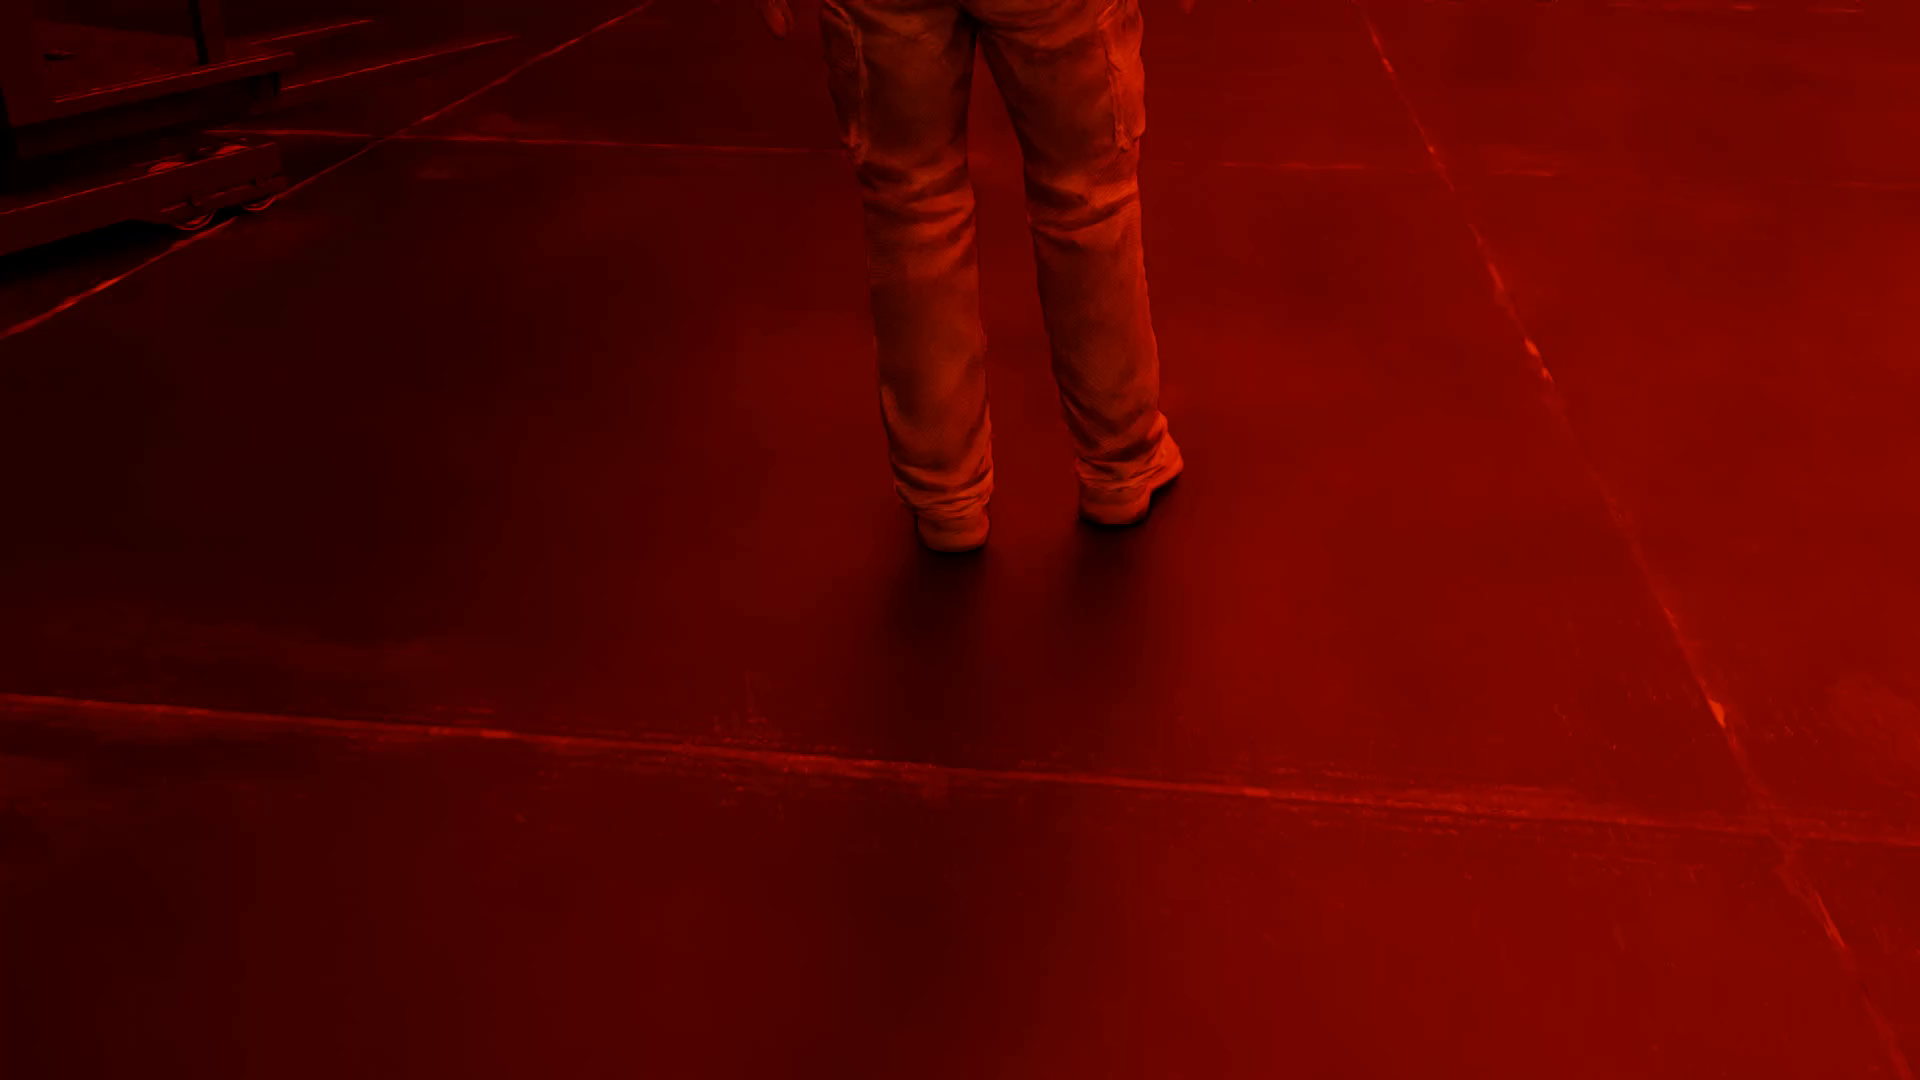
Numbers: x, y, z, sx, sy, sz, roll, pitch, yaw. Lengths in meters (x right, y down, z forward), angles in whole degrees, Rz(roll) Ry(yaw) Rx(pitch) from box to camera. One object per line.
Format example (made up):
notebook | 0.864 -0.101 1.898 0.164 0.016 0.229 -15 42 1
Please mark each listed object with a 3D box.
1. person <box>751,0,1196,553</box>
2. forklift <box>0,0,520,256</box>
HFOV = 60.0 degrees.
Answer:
person | 0.017 -0.835 2.162 0.655 1.782 0.576 3 27 7
forklift | -2.347 -2.131 3.489 1.130 2.935 3.031 13 29 24
